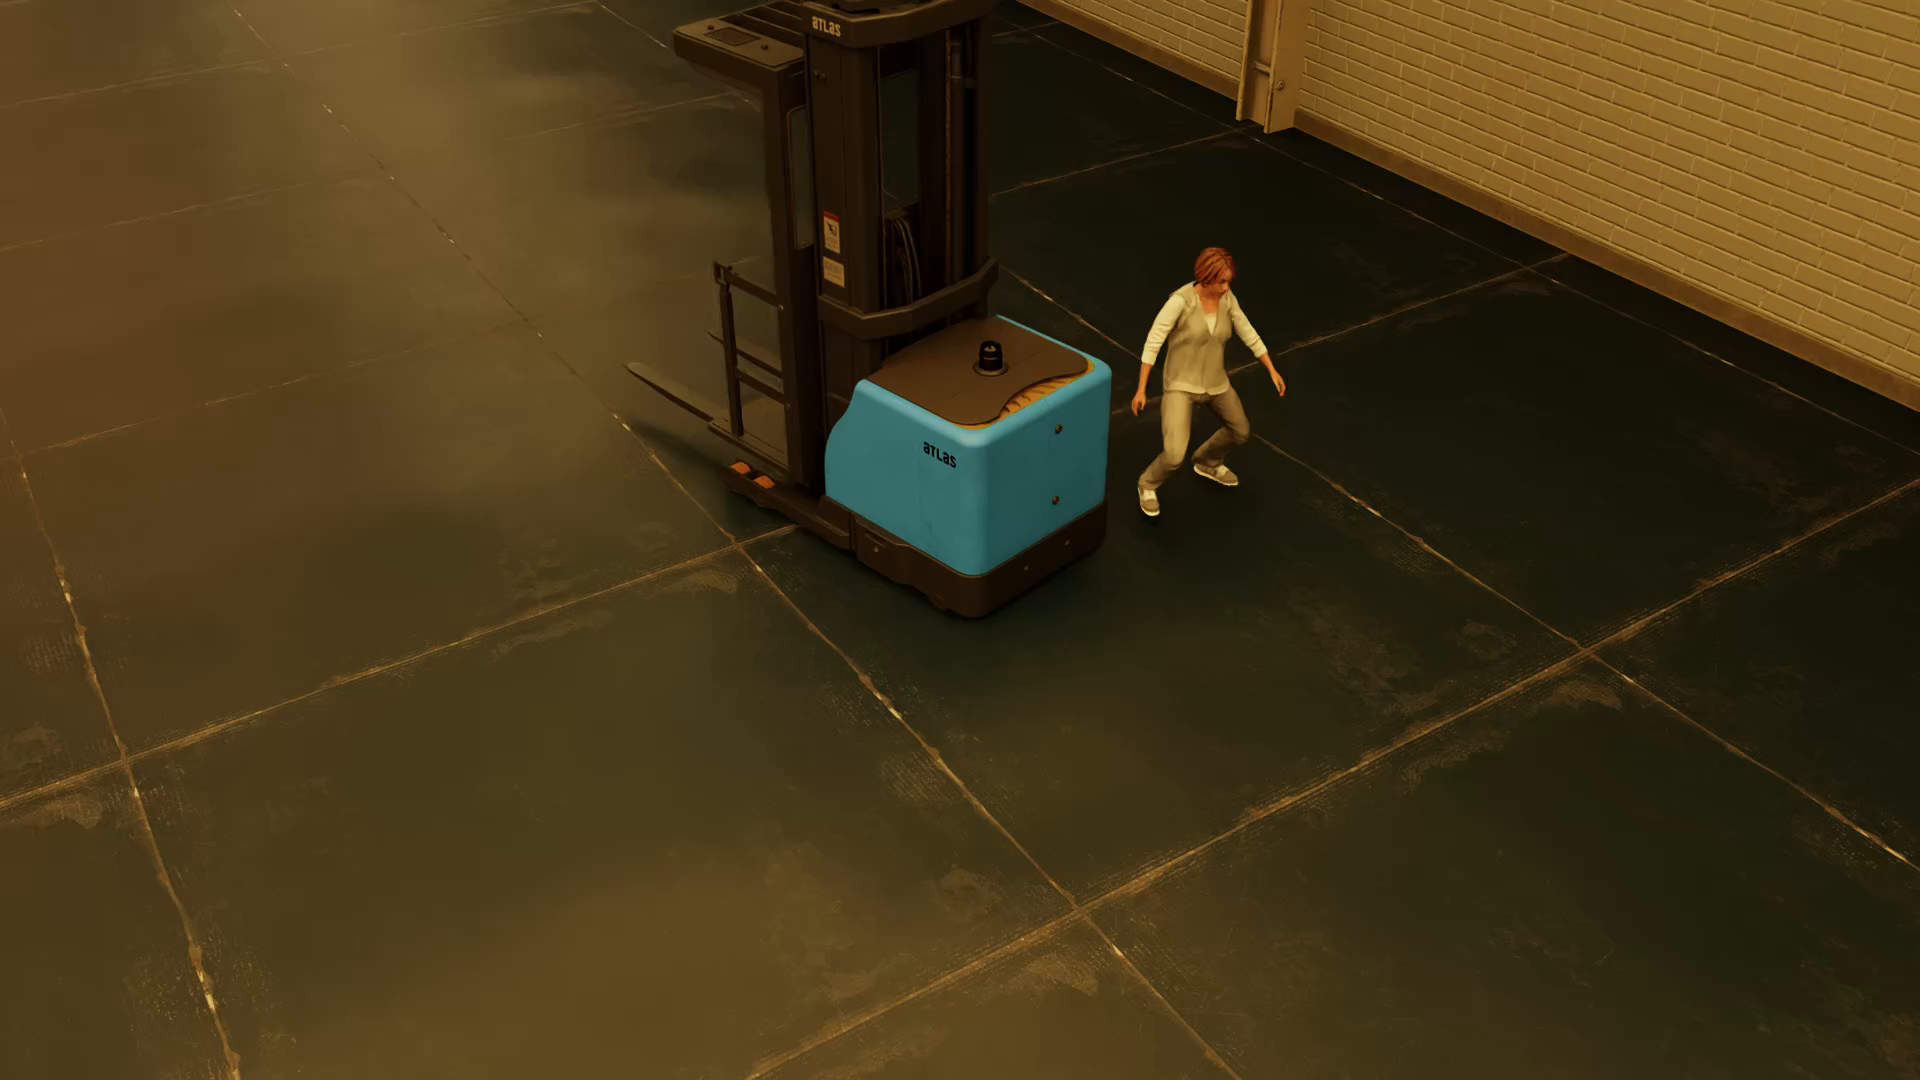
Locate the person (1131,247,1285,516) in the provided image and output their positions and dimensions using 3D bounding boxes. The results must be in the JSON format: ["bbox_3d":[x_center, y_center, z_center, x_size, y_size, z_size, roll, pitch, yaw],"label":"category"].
[{"bbox_3d":[1.253,-0.803,8.574,0.803,1.489,0.563,-13,37,-18],"label":"person"}]

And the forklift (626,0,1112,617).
[{"bbox_3d":[-0.649,-1.566,8.377,3.031,2.935,1.130,29,45,35],"label":"forklift"}]
